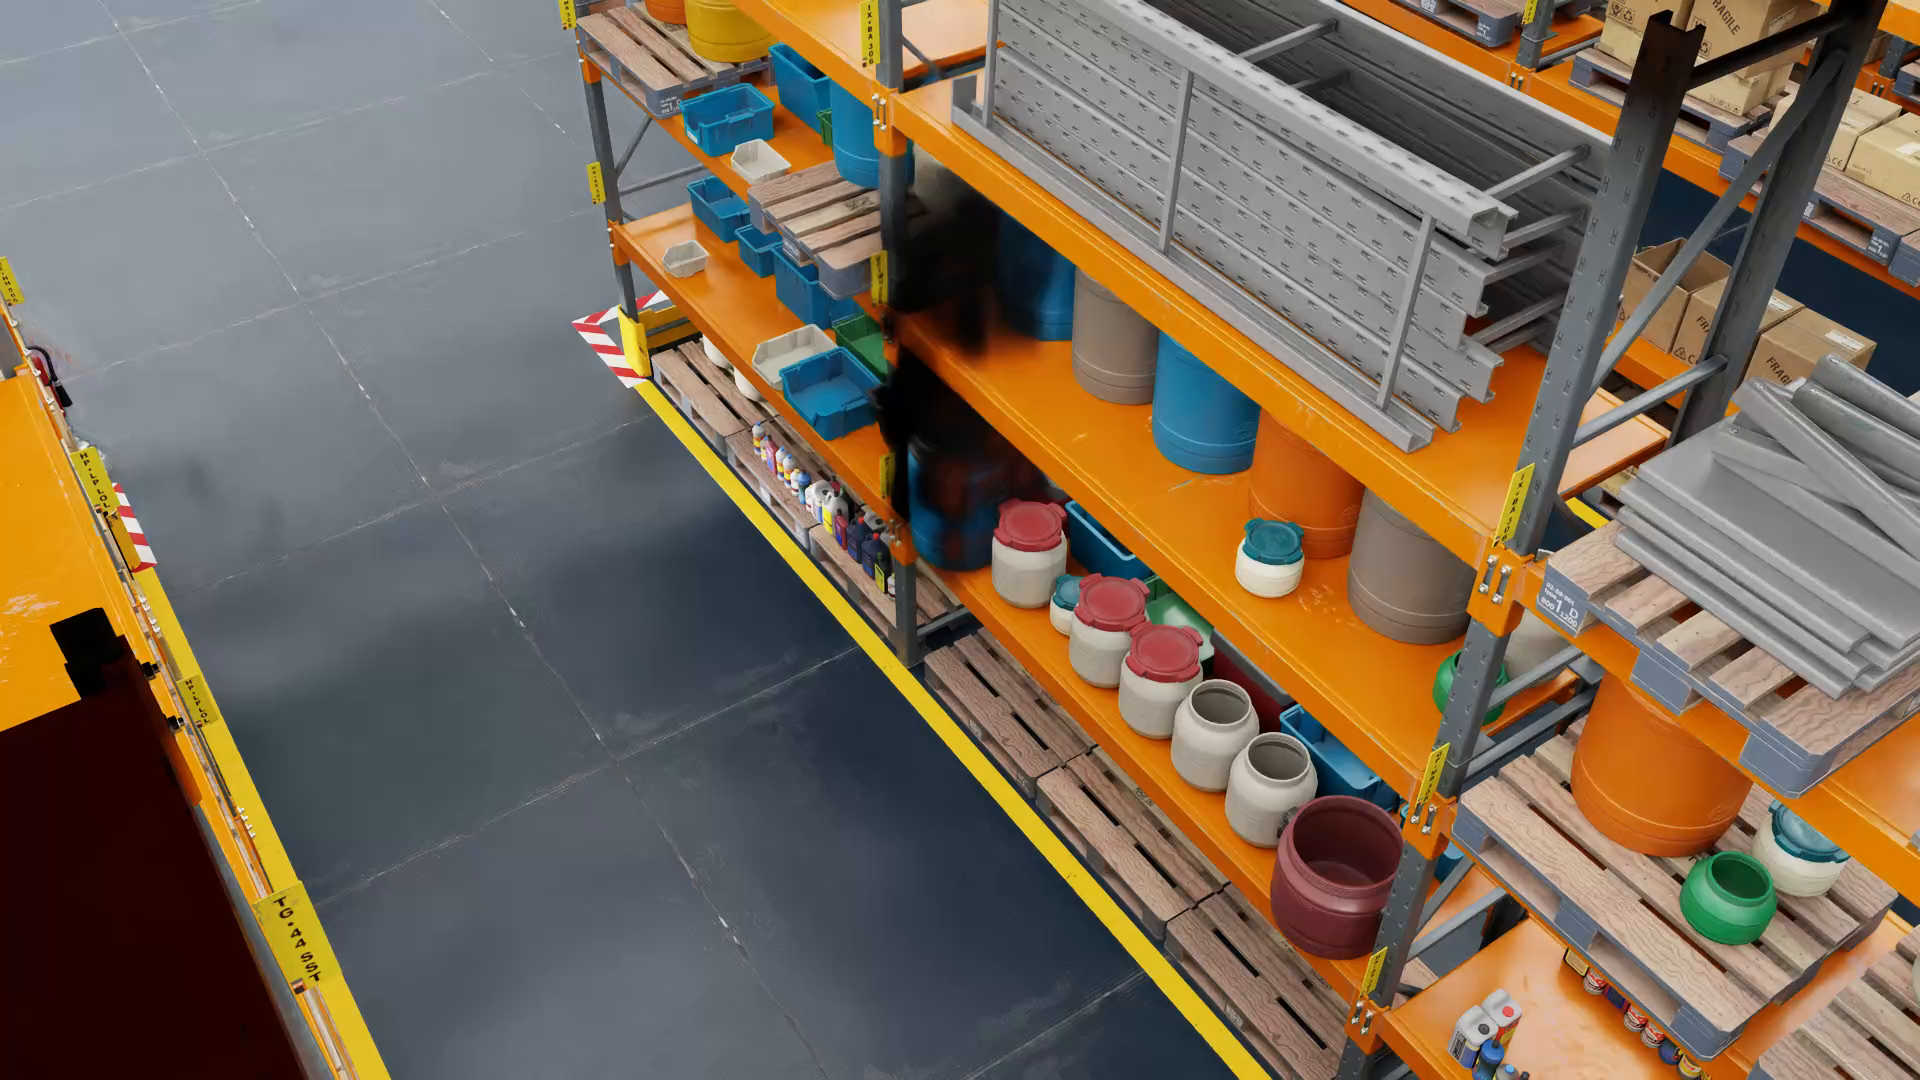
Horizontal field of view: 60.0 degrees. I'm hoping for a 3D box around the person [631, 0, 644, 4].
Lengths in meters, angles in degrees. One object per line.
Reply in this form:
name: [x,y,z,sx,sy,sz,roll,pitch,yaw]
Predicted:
person: [-3.195,-5.880,17.012,0.713,1.594,0.542,-14,44,-14]
